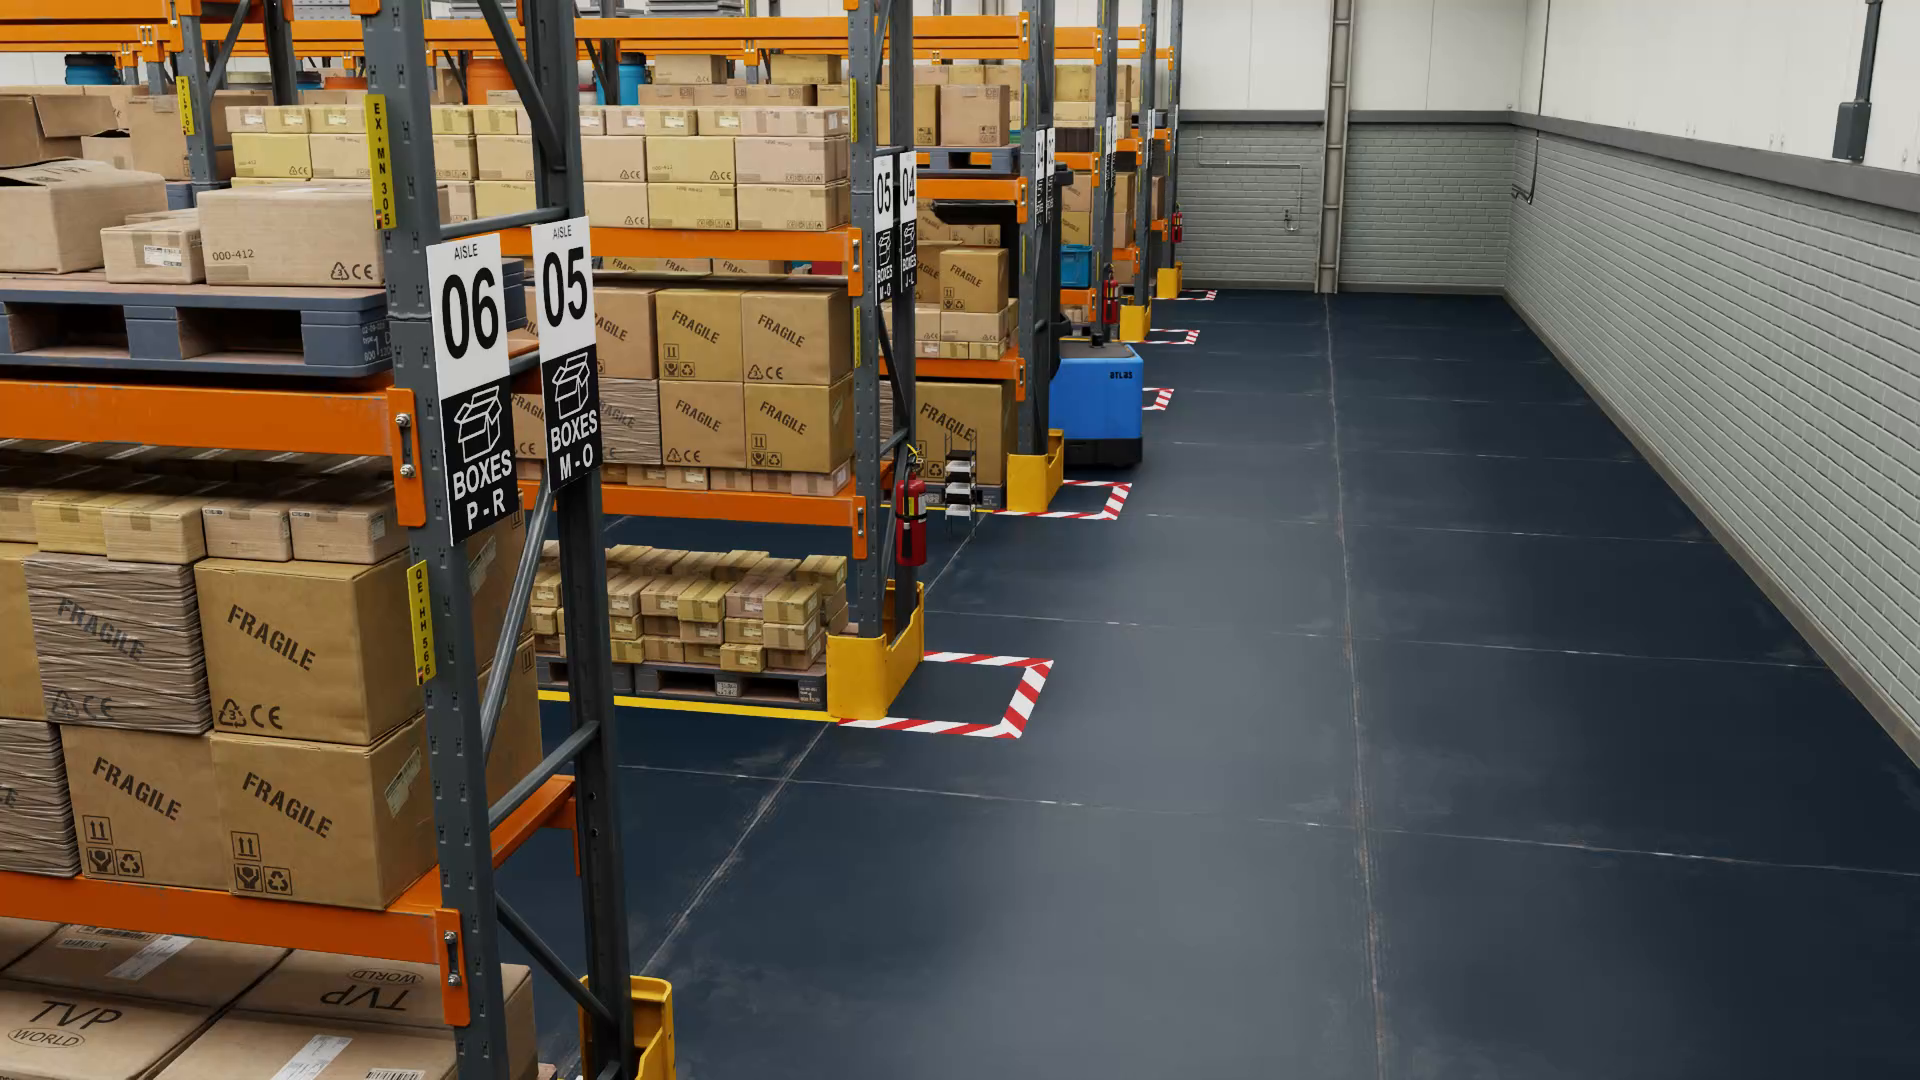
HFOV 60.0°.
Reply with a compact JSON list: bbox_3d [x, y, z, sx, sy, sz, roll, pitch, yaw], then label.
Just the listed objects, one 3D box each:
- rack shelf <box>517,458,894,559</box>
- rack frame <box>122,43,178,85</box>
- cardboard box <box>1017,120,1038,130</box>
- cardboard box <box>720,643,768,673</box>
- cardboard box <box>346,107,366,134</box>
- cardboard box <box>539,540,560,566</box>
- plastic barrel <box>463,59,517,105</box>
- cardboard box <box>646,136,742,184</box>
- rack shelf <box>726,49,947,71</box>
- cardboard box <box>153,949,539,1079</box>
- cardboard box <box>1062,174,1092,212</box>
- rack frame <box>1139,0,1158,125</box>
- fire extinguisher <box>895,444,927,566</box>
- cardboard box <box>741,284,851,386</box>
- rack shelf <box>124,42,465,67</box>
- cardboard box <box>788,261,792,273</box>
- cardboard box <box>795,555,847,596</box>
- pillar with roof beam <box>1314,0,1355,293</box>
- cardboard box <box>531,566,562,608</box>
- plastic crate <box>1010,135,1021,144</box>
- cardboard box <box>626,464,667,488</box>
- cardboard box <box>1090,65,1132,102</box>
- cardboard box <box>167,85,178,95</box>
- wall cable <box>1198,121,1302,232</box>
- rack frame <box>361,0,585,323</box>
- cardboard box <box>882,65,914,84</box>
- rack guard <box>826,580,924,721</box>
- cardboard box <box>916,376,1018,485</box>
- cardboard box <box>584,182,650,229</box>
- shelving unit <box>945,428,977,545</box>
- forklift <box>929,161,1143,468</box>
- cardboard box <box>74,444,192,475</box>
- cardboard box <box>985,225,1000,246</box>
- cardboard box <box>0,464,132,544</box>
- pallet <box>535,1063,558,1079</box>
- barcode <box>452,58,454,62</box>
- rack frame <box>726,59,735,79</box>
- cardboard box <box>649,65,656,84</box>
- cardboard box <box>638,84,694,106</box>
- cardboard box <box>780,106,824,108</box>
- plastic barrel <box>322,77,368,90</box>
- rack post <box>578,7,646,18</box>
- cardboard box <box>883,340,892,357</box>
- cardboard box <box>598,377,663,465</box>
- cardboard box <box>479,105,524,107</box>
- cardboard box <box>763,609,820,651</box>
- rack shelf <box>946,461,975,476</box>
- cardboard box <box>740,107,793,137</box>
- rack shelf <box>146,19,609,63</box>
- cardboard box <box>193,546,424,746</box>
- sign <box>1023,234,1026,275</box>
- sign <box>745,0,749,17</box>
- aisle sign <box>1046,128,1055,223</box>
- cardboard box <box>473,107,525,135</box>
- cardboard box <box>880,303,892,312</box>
[{"bbox_3d":[-2.392,-0.307,10.329,4.000,0.370,1.077,3,16,11],"label":"rack shelf"},{"bbox_3d":[-10.117,-6.665,20.695,0.127,3.000,1.000,3,16,11],"label":"rack frame"},{"bbox_3d":[1.097,-5.815,23.528,0.500,0.250,0.500,3,16,11],"label":"cardboard box"},{"bbox_3d":[-1.262,0.663,10.032,0.250,0.149,0.380,4,16,13],"label":"cardboard box"},{"bbox_3d":[-3.352,-2.440,9.661,0.250,0.149,0.380,3,16,10],"label":"cardboard box"},{"bbox_3d":[-2.658,0.126,10.859,0.250,0.149,0.380,3,16,9],"label":"cardboard box"},{"bbox_3d":[-5.641,-5.385,20.102,0.708,0.830,0.600,3,16,11],"label":"plastic barrel"},{"bbox_3d":[-1.435,-2.146,9.347,0.500,0.250,0.500,3,16,10],"label":"cardboard box"},{"bbox_3d":[-2.263,-8.398,29.048,4.000,0.370,1.077,3,16,11],"label":"rack shelf"},{"bbox_3d":[-1.986,1.776,5.473,0.875,0.438,0.875,3,16,9],"label":"cardboard box"},{"bbox_3d":[1.647,-4.939,23.644,0.500,0.500,0.500,4,16,13],"label":"cardboard box"},{"bbox_3d":[2.633,-7.322,23.068,0.127,3.000,1.000,3,16,11],"label":"rack frame"},{"bbox_3d":[-0.277,-0.196,9.425,0.183,0.674,0.296,3,16,11],"label":"fire extinguisher"},{"bbox_3d":[-0.930,-1.180,9.516,0.500,0.500,0.500,3,16,10],"label":"cardboard box"},{"bbox_3d":[-8.157,-6.019,20.460,4.000,0.370,1.077,3,16,11],"label":"rack shelf"},{"bbox_3d":[-2.692,-4.155,25.327,0.500,0.250,0.500,3,16,11],"label":"cardboard box"},{"bbox_3d":[-0.878,0.221,10.516,0.250,0.149,0.380,2,16,9],"label":"cardboard box"},{"bbox_3d":[5.577,-7.574,23.979,0.400,9.000,9.100,3,16,11],"label":"pillar with roof beam"},{"bbox_3d":[-2.529,0.287,10.276,0.250,0.149,0.380,3,16,11],"label":"cardboard box"},{"bbox_3d":[0.619,-4.456,18.739,0.336,0.188,0.450,3,16,11],"label":"plastic crate"},{"bbox_3d":[-1.800,-0.431,9.901,0.250,0.149,0.380,2,16,9],"label":"cardboard box"},{"bbox_3d":[2.127,-6.429,23.404,0.500,0.500,0.700,3,16,11],"label":"cardboard box"},{"bbox_3d":[-7.593,-4.092,15.903,0.500,0.500,0.500,3,16,12],"label":"cardboard box"},{"bbox_3d":[5.060,-6.396,29.059,1.851,1.984,0.084,3,16,11],"label":"wall cable"},{"bbox_3d":[-1.319,-2.138,4.354,0.127,3.000,1.000,3,16,11],"label":"rack frame"},{"bbox_3d":[-0.802,-6.603,24.032,0.500,0.500,0.700,3,16,11],"label":"cardboard box"},{"bbox_3d":[-0.506,0.653,10.197,0.348,0.500,1.175,3,16,11],"label":"rack guard"},{"bbox_3d":[0.012,-1.031,14.789,0.875,0.875,0.875,3,16,11],"label":"cardboard box"},{"bbox_3d":[-1.915,-1.931,9.505,0.500,0.250,0.500,4,16,13],"label":"cardboard box"},{"bbox_3d":[0.008,-0.433,13.370,0.210,0.900,0.258,3,16,11],"label":"shelving unit"},{"bbox_3d":[0.215,-2.201,15.946,3.031,2.935,1.130,-1,15,-2],"label":"forklift"},{"bbox_3d":[-2.644,-0.230,5.427,0.250,0.149,0.380,3,16,12],"label":"cardboard box"},{"bbox_3d":[0.649,-4.513,23.978,0.500,0.500,0.500,3,16,10],"label":"cardboard box"},{"bbox_3d":[-2.715,-0.112,5.002,0.250,0.149,0.380,3,16,11],"label":"cardboard box"},{"bbox_3d":[-2.118,2.075,5.607,1.213,0.211,1.003,3,16,11],"label":"pallet"},{"bbox_3d":[-9.419,-8.913,30.871,0.075,0.075,0.001,3,16,11],"label":"barcode"},{"bbox_3d":[-4.223,-9.044,29.283,0.127,3.000,1.000,3,16,11],"label":"rack frame"},{"bbox_3d":[-4.280,-6.780,24.670,0.500,0.500,0.500,3,16,11],"label":"cardboard box"},{"bbox_3d":[-2.485,-3.771,14.705,0.500,0.500,0.700,2,16,8],"label":"cardboard box"},{"bbox_3d":[-0.950,-2.449,9.692,0.250,0.149,0.380,4,16,13],"label":"cardboard box"},{"bbox_3d":[-7.600,-5.349,20.758,0.708,0.830,0.600,3,16,11],"label":"plastic barrel"},{"bbox_3d":[-4.286,-6.073,19.494,0.954,0.300,0.937,5,16,17],"label":"rack post"},{"bbox_3d":[-0.506,-1.692,14.451,0.250,0.149,0.380,3,16,12],"label":"cardboard box"},{"bbox_3d":[-1.926,-0.749,9.831,0.500,0.500,0.500,3,16,11],"label":"cardboard box"},{"bbox_3d":[-2.718,-2.559,10.091,0.250,0.149,0.380,3,16,11],"label":"cardboard box"},{"bbox_3d":[-1.006,0.527,9.966,0.250,0.149,0.380,3,16,10],"label":"cardboard box"},{"bbox_3d":[0.008,-0.575,13.331,0.200,0.077,0.258,3,16,11],"label":"rack shelf"},{"bbox_3d":[-1.043,-2.328,9.255,0.250,0.149,0.380,3,16,12],"label":"cardboard box"},{"bbox_3d":[-5.224,-4.510,15.015,4.000,0.370,1.077,3,16,11],"label":"rack shelf"},{"bbox_3d":[-1.839,0.259,4.876,0.500,0.500,0.500,4,16,13],"label":"cardboard box"},{"bbox_3d":[0.534,-2.370,13.818,0.005,0.325,0.100,3,16,11],"label":"sign"},{"bbox_3d":[-2.389,-5.995,18.667,0.005,0.325,0.100,3,16,11],"label":"sign"},{"bbox_3d":[0.786,-3.167,14.436,0.004,0.787,0.394,3,16,11],"label":"aisle sign"},{"bbox_3d":[-2.577,-2.395,9.497,0.250,0.149,0.380,3,16,9],"label":"cardboard box"},{"bbox_3d":[-0.868,-1.921,14.532,0.500,0.250,0.500,3,16,9],"label":"cardboard box"}]
